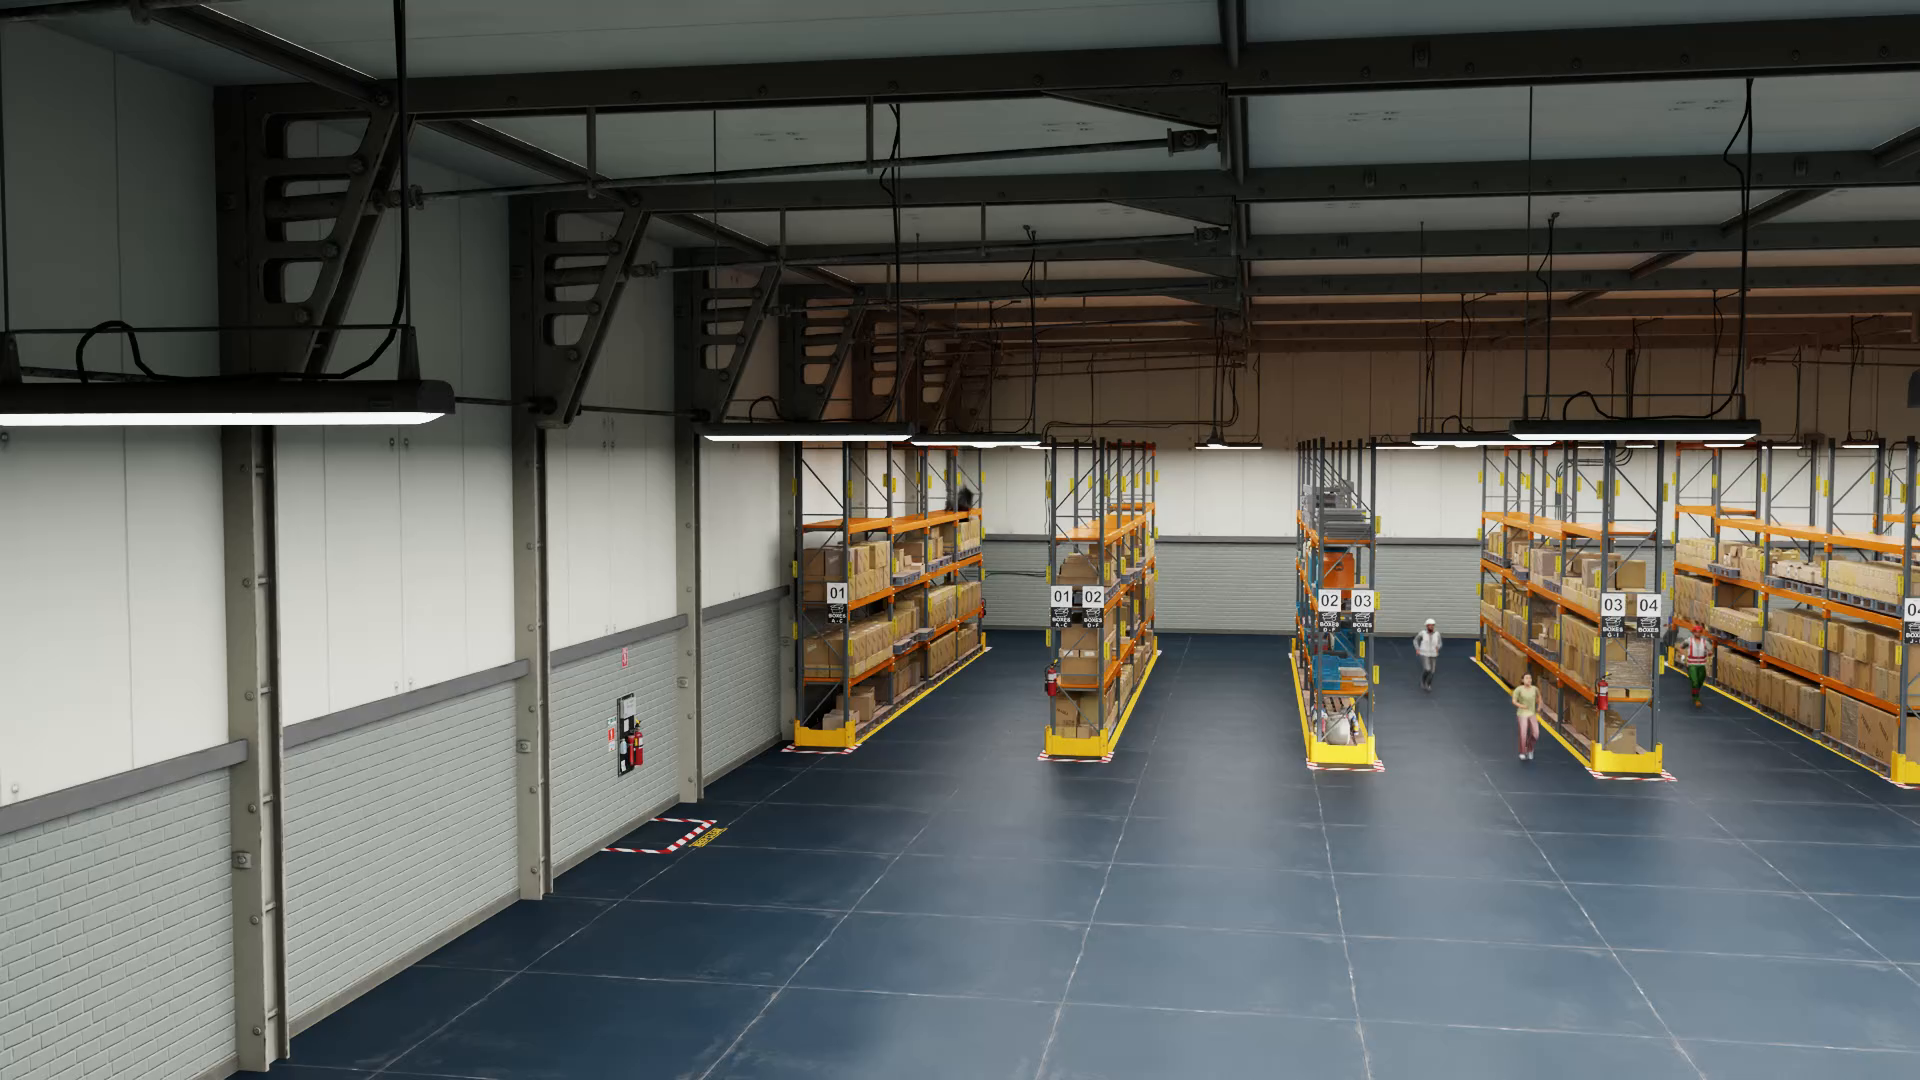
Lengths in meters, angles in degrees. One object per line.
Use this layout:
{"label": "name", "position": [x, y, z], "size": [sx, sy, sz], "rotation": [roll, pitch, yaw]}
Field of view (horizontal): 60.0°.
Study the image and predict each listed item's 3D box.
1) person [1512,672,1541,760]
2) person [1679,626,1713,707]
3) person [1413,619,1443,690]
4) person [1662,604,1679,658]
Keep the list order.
{"label": "person", "position": [10.504, 3.262, 30.769], "size": [0.585, 1.643, 0.609], "rotation": [0, 3, 0]}
{"label": "person", "position": [16.599, 2.817, 37.463], "size": [0.659, 1.770, 1.005], "rotation": [0, 3, 7]}
{"label": "person", "position": [11.189, 2.741, 39.656], "size": [0.634, 1.728, 0.732], "rotation": [0, 3, -1]}
{"label": "person", "position": [19.658, 2.503, 45.981], "size": [0.519, 1.615, 0.707], "rotation": [2, 4, 35]}
